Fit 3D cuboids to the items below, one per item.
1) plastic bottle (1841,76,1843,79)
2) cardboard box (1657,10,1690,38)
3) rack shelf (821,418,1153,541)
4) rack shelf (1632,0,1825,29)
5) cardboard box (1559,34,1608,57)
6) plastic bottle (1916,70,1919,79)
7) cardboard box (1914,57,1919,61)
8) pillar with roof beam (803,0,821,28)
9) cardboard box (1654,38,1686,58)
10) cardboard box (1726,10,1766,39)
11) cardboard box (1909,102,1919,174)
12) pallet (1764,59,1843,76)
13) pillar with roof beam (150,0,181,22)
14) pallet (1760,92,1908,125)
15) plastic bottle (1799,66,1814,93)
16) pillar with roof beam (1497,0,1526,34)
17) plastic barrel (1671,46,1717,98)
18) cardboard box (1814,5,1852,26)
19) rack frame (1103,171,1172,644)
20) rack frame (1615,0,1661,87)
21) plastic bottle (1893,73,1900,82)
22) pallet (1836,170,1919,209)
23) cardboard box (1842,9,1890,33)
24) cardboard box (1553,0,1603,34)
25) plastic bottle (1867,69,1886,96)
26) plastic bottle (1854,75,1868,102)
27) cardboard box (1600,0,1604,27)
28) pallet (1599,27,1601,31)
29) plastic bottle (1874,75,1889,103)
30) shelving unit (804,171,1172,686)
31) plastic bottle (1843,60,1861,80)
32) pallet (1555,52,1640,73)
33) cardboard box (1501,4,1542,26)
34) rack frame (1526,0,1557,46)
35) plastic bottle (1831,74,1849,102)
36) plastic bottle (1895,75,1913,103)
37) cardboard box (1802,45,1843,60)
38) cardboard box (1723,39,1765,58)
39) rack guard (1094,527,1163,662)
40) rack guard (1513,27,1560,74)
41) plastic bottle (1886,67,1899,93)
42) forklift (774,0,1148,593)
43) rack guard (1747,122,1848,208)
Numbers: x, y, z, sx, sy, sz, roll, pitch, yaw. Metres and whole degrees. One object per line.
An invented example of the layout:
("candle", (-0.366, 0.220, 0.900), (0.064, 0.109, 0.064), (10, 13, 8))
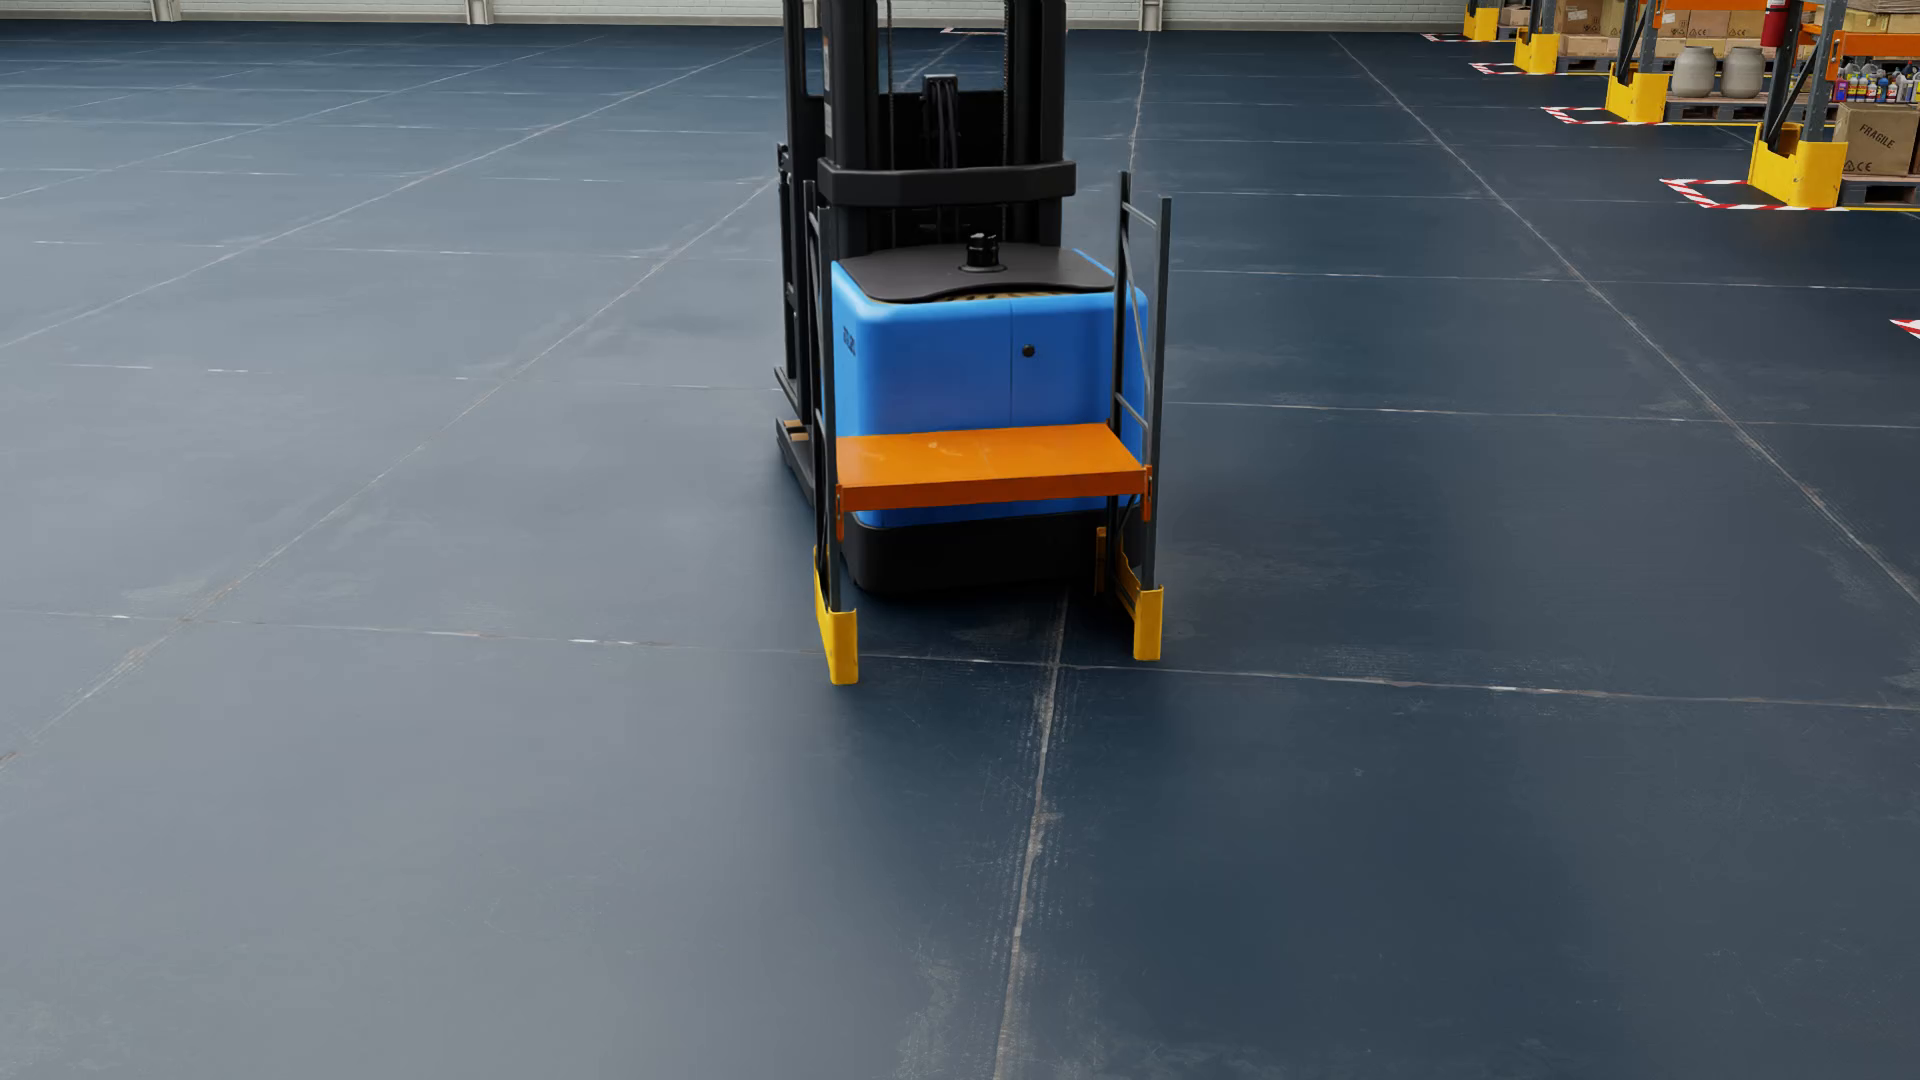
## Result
("plastic bottle", (9.539, -4.932, 18.043), (0.097, 0.201, 0.097), (0, 22, 0))
("cardboard box", (9.363, -6.953, 22.095), (0.500, 0.500, 0.500), (2, 22, 6))
("rack shelf", (0.069, -0.207, 5.412), (1.000, 0.185, 0.538), (-4, 22, -9))
("rack shelf", (9.261, -5.600, 17.504), (4.000, 0.370, 1.077), (2, 22, 6))
("cardboard box", (8.368, -6.642, 22.329), (0.500, 0.250, 0.500), (2, 22, 6))
("plastic bottle", (10.336, -4.933, 17.949), (0.097, 0.271, 0.097), (0, 22, 0))
("cardboard box", (12.713, -6.443, 21.825), (0.500, 0.250, 0.500), (3, 22, 8))
("pillar with roof beam", (-3.185, -11.661, 23.697), (0.400, 9.000, 9.100), (2, 22, 6))
("cardboard box", (9.361, -6.600, 22.222), (0.500, 0.250, 0.500), (2, 22, 6))
("cardboard box", (10.356, -6.908, 21.983), (0.500, 0.500, 0.500), (2, 22, 6))
("cardboard box", (7.908, -3.199, 13.281), (0.500, 0.500, 0.500), (8, 23, 20))
("pallet", (11.049, -6.410, 22.365), (1.213, 0.211, 1.003), (2, 22, 6))
("pillar with roof beam", (-15.102, -12.181, 25.010), (0.400, 9.000, 9.100), (2, 22, 6))
("pallet", (9.370, -4.648, 17.909), (1.213, 0.211, 1.003), (2, 22, 6))
("plastic bottle", (9.269, -5.045, 18.217), (0.133, 0.283, 0.061), (3, 22, 8))
("pillar with roof beam", (8.731, -11.142, 22.383), (0.400, 9.000, 9.100), (2, 22, 6))
("plastic barrel", (7.938, -5.059, 17.969), (0.421, 0.512, 0.421), (0, 22, 0))
("cardboard box", (6.999, -4.159, 13.222), (0.250, 0.149, 0.380), (2, 22, 6))
("rack frame", (0.570, -0.407, 5.428), (0.032, 1.500, 0.500), (-4, 22, -9))
("rack frame", (7.275, -6.021, 17.591), (0.127, 3.000, 1.000), (2, 22, 6))
("plastic bottle", (9.913, -4.782, 17.552), (0.133, 0.283, 0.061), (2, 22, 6))
("pallet", (7.570, -2.865, 13.399), (1.213, 0.211, 1.003), (2, 22, 6))
("cardboard box", (6.947, -3.997, 12.811), (0.250, 0.149, 0.380), (2, 22, 6))
("cardboard box", (8.429, -7.180, 22.671), (0.500, 0.500, 0.500), (2, 22, 6))
("plastic bottle", (9.892, -4.944, 17.972), (0.135, 0.276, 0.152), (2, 22, 6))
("plastic bottle", (9.479, -4.746, 17.477), (0.097, 0.271, 0.097), (0, 22, 0))
("cardboard box", (10.406, -8.543, 26.771), (0.500, 0.500, 0.700), (1, 22, 3))
("pallet", (10.527, -8.237, 26.987), (1.213, 0.211, 1.003), (2, 22, 6))
("plastic bottle", (9.680, -4.737, 17.454), (0.097, 0.271, 0.097), (0, 22, 0))
("shelving unit", (0.078, -0.375, 5.348), (1.083, 1.500, 0.587), (-4, 22, -9))
("plastic bottle", (9.700, -5.042, 18.118), (0.185, 0.351, 0.144), (3, 22, 9))
("pallet", (8.626, -6.515, 22.632), (1.213, 0.211, 1.003), (2, 22, 6))
("cardboard box", (9.117, -8.530, 26.994), (0.500, 0.311, 0.500), (0, 22, 0))
("rack frame", (7.862, -7.830, 22.165), (0.127, 3.000, 1.000), (2, 22, 6))
("plastic bottle", (9.261, -4.754, 17.481), (0.133, 0.283, 0.061), (3, 22, 7))
("plastic bottle", (9.902, -4.740, 17.455), (0.135, 0.276, 0.152), (3, 22, 7))
("cardboard box", (11.348, -6.514, 22.004), (0.500, 0.250, 0.500), (2, 22, 6))
("cardboard box", (10.354, -6.555, 22.109), (0.500, 0.250, 0.500), (2, 22, 6))
("rack guard", (0.568, 0.175, 5.658), (0.087, 0.250, 0.587), (-4, 22, -9))
("rack guard", (7.838, -6.668, 22.627), (0.348, 0.500, 1.175), (2, 22, 6))
("plastic bottle", (10.148, -5.007, 18.120), (0.133, 0.283, 0.061), (3, 22, 9))
("forklift", (-0.191, -1.689, 6.724), (1.130, 2.935, 3.031), (-5, 22, -13))
("rack guard", (6.768, -3.047, 13.468), (0.348, 0.500, 1.175), (2, 22, 6))
